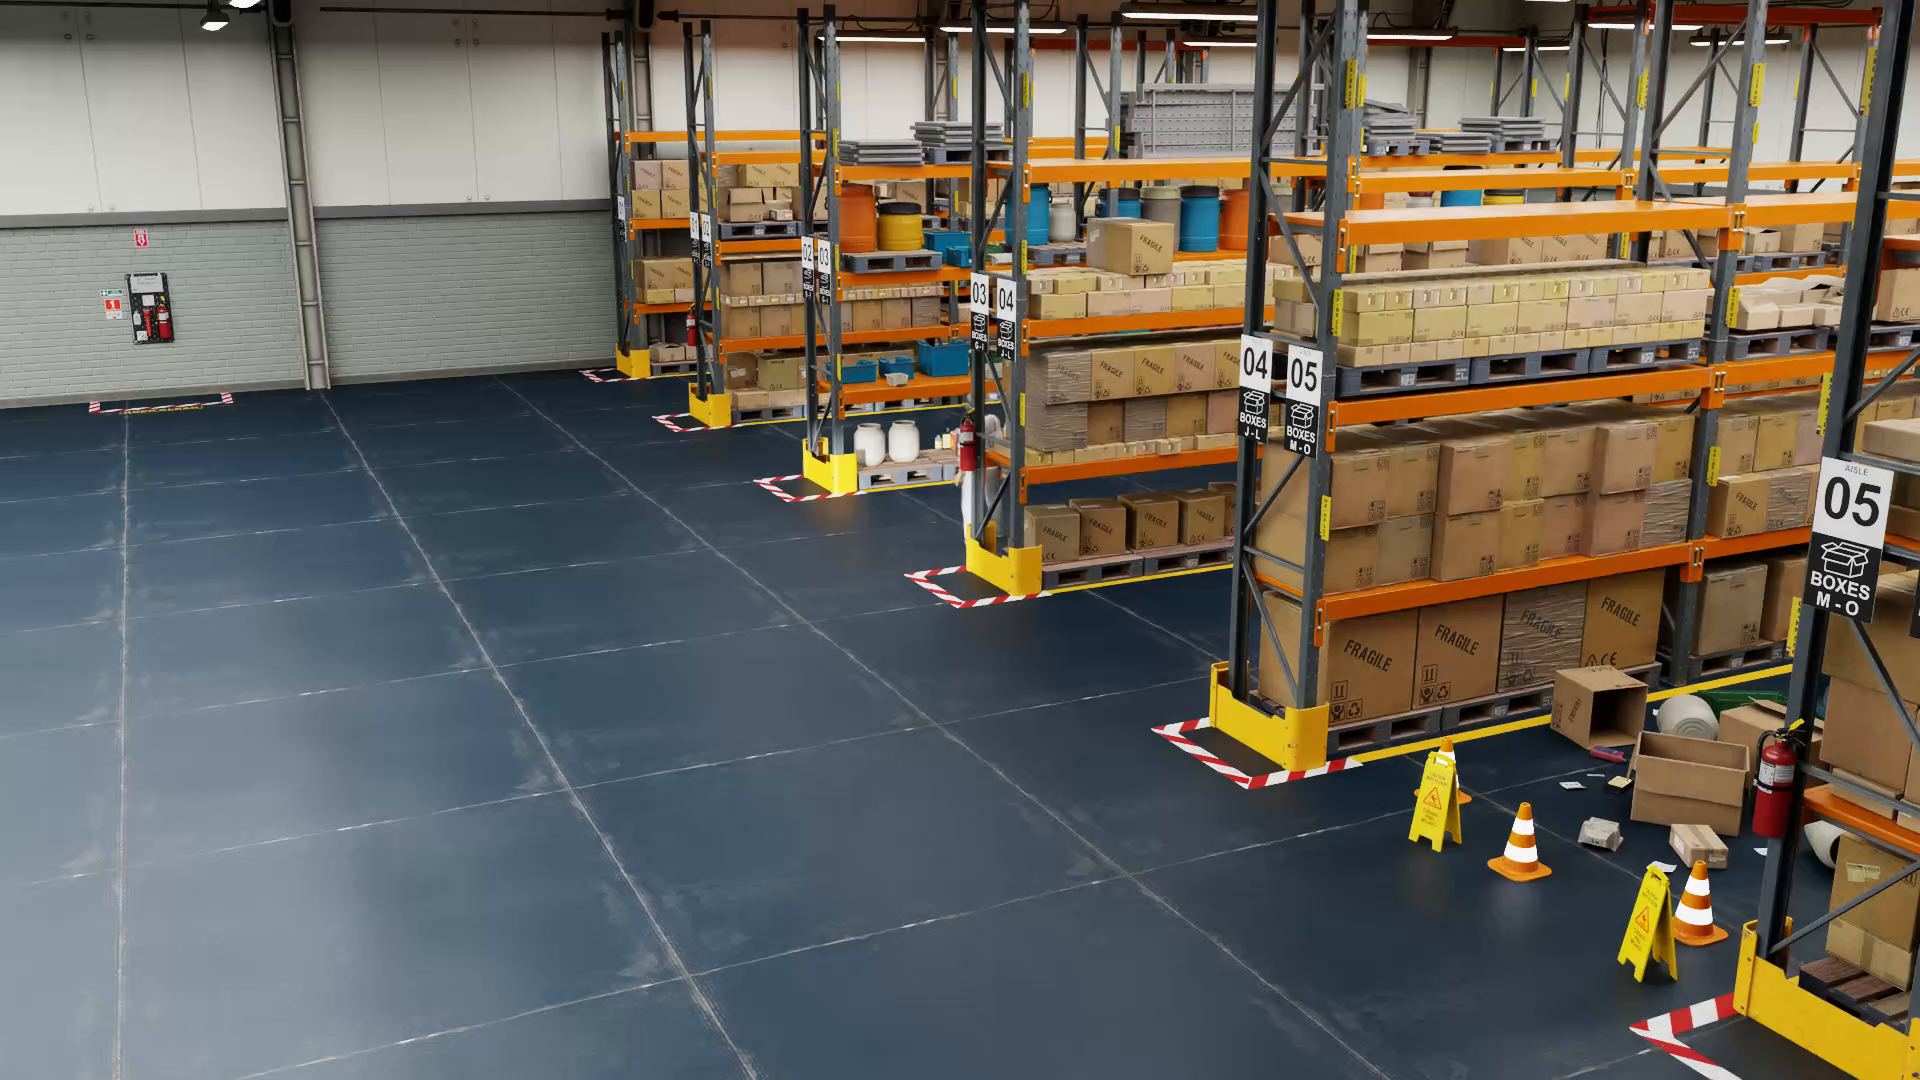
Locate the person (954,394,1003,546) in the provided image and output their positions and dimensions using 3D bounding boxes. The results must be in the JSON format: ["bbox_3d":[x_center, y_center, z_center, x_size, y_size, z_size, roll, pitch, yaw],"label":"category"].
[{"bbox_3d":[0.230,-0.806,18.893,0.693,1.766,0.487,-10,18,-34],"label":"person"}]
